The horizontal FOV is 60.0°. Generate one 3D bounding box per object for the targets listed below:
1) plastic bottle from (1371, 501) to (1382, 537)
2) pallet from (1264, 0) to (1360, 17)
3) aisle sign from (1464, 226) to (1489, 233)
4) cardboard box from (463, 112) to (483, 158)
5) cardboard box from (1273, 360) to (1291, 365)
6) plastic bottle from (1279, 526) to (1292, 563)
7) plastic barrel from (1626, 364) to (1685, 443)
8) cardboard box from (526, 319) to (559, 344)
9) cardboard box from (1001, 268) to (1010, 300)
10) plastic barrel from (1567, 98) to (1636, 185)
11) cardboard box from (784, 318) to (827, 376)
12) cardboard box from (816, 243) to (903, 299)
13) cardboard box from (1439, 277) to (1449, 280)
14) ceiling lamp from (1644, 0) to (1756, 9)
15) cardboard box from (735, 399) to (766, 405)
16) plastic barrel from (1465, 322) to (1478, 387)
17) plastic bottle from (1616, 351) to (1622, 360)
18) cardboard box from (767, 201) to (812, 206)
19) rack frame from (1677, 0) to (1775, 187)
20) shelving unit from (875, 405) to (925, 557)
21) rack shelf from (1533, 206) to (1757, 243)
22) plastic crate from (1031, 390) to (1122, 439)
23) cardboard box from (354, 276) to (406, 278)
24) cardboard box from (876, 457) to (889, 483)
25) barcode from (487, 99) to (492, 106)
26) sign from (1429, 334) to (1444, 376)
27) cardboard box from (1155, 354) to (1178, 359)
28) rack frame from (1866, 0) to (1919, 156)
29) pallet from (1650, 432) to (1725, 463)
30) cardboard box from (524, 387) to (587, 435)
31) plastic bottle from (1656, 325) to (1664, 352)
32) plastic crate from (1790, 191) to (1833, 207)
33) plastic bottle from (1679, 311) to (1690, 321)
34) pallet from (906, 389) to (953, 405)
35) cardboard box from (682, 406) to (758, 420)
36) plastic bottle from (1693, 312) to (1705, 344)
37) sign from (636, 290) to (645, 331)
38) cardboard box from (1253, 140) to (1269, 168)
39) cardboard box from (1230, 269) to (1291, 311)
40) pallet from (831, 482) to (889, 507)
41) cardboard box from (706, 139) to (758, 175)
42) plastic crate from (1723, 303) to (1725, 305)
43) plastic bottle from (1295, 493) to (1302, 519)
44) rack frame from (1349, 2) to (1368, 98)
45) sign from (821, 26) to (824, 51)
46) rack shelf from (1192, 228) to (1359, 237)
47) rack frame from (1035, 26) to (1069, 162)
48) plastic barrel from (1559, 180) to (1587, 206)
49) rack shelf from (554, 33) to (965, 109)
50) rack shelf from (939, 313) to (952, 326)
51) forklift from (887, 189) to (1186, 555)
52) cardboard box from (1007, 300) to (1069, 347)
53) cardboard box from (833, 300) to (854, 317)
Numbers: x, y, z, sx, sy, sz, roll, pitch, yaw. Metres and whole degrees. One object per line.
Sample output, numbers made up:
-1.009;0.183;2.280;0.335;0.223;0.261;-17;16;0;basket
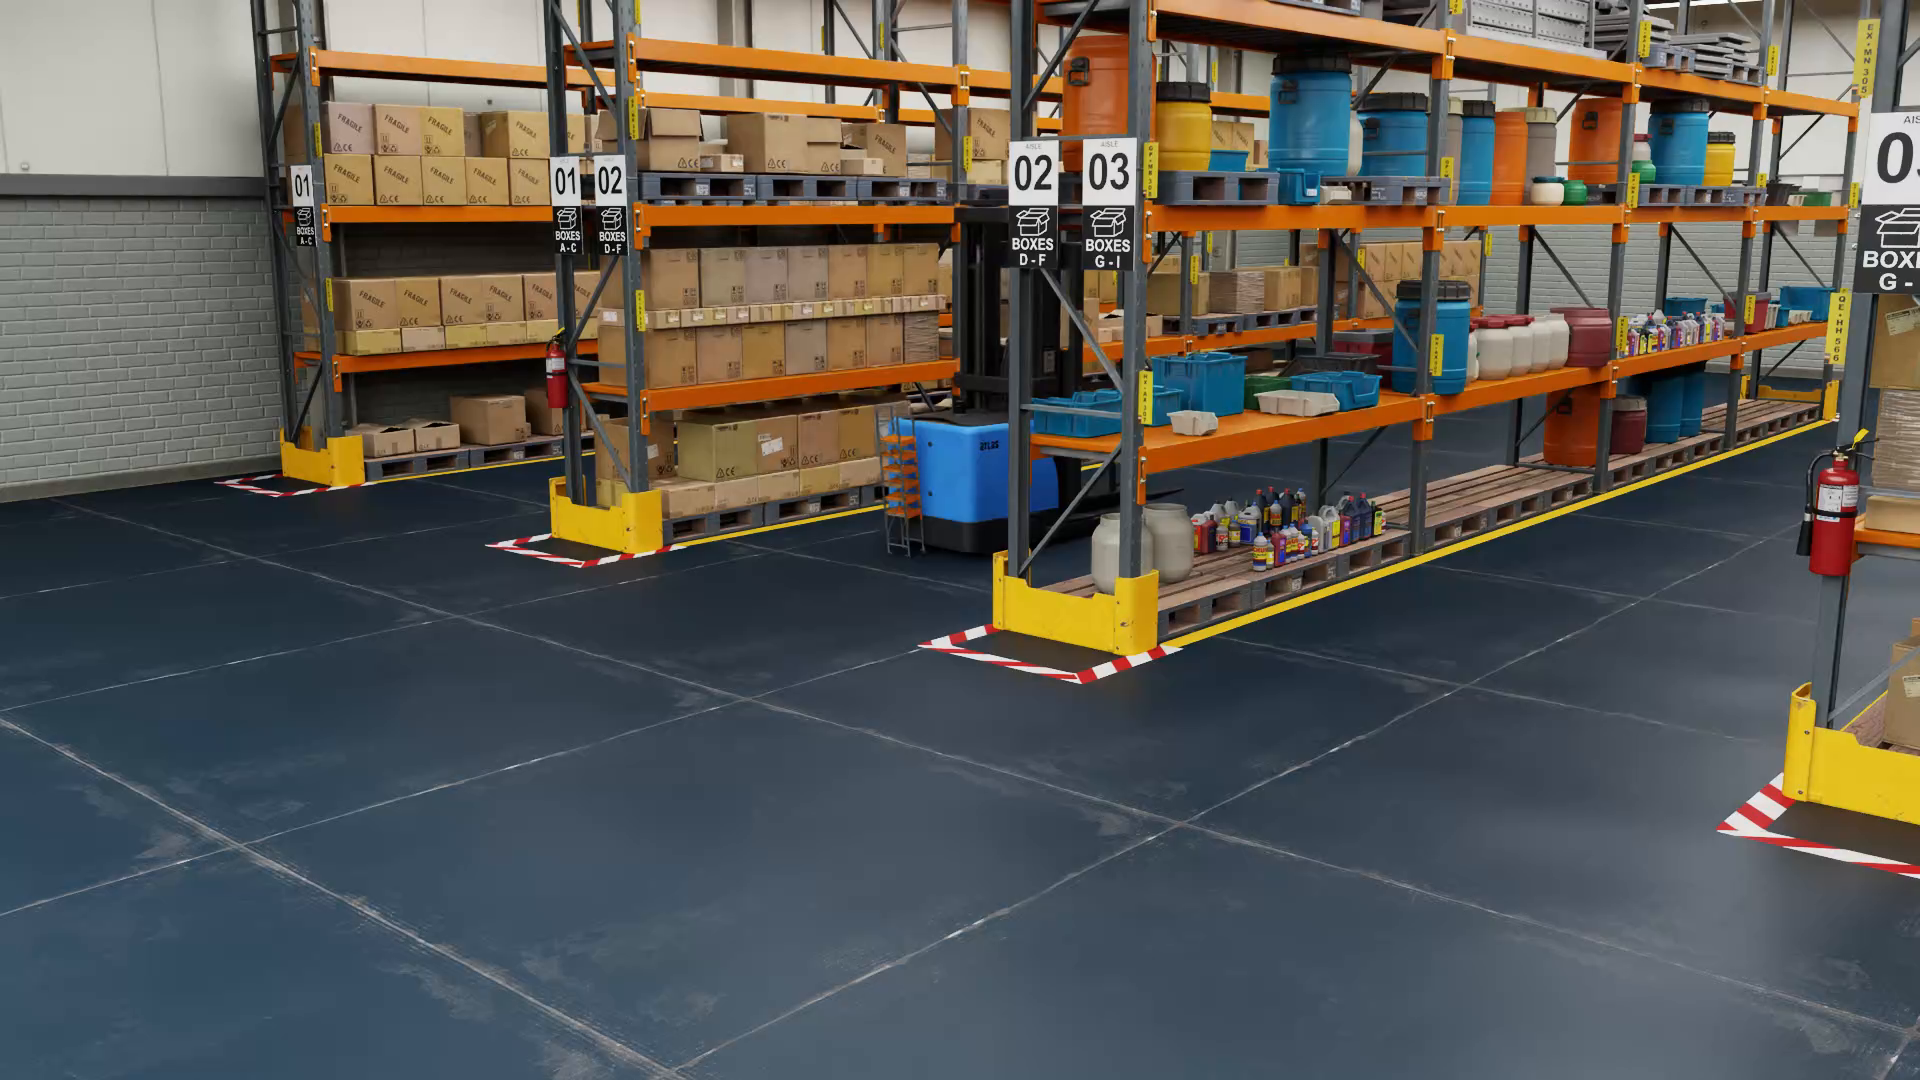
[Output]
3.304;-0.174;13.236;0.061;0.283;0.133;11;16;43;plastic bottle
2.045;-3.752;11.523;1.003;0.211;1.213;10;15;40;pallet
7.852;-5.056;25.227;0.394;0.787;0.004;10;15;40;aisle sign
-5.589;-4.438;18.255;0.500;0.500;0.500;10;15;40;cardboard box
4.434;-2.172;22.686;0.500;0.500;0.500;9;14;38;cardboard box
2.390;0.030;12.245;0.097;0.271;0.097;0;11;0;plastic bottle
7.815;-1.576;18.727;0.600;0.901;0.708;10;15;40;plastic barrel
-4.809;-2.364;18.720;0.500;0.250;0.500;10;15;40;cardboard box
0.430;-3.817;24.596;0.500;0.500;0.500;10;15;40;cardboard box
6.391;-3.963;16.567;0.600;0.830;0.708;10;15;40;plastic barrel
-1.647;-1.800;15.312;0.700;0.500;0.500;10;15;42;cardboard box
-0.965;-2.589;15.950;0.700;0.500;0.500;10;15;40;cardboard box
6.812;-3.609;24.366;0.500;0.500;0.500;10;15;41;cardboard box
11.225;-9.685;24.825;2.000;3.185;0.800;10;15;40;ceiling lamp
-2.924;-1.937;21.512;0.700;0.500;0.500;10;15;41;cardboard box
4.170;-1.583;14.131;0.433;0.535;0.433;0;11;0;plastic barrel
6.543;-1.953;16.649;0.152;0.276;0.135;10;15;40;plastic bottle
-2.353;-4.626;21.740;0.637;0.503;0.797;-10;15;-40;cardboard box
8.655;-5.523;18.887;1.000;3.000;0.127;10;15;40;rack frame
-0.485;-0.477;13.500;0.258;1.200;0.189;9;21;38;shelving unit
7.334;-3.405;17.778;1.077;0.370;4.000;10;15;40;rack shelf
0.839;-0.855;11.212;0.499;0.251;0.616;10;15;40;plastic crate
-6.217;-2.570;17.836;0.500;0.500;0.500;10;15;41;cardboard box
-0.824;-0.734;16.174;0.500;0.250;0.500;10;15;40;cardboard box
-5.309;-4.938;18.769;0.001;0.075;0.075;10;15;40;barcode
3.780;-1.467;13.190;0.100;0.325;0.005;10;15;40;sign
2.771;-2.168;20.750;0.500;0.250;0.500;11;15;42;cardboard box
4.454;-3.117;6.841;1.000;3.000;0.127;10;15;40;rack frame
8.114;-1.105;19.206;1.003;0.211;1.213;10;15;40;pallet
-4.723;-1.517;19.406;0.500;0.500;0.500;8;14;36;cardboard box
7.340;-2.121;17.470;0.061;0.283;0.133;10;15;40;plastic bottle
10.858;-4.354;21.236;0.450;0.188;0.336;10;15;40;plastic crate
8.063;-2.371;18.547;0.144;0.351;0.185;10;15;40;plastic bottle
-0.851;-2.012;23.746;1.003;0.211;1.213;10;15;40;pallet
-2.206;-0.948;15.332;0.500;0.500;0.500;10;15;40;cardboard box
8.172;-2.352;18.454;0.144;0.351;0.185;10;15;40;plastic bottle
-2.572;-1.847;13.388;0.100;0.325;0.005;10;15;40;sign
3.670;-4.736;21.021;0.600;0.600;0.600;9;14;38;cardboard box
3.816;-3.209;21.291;0.700;0.500;0.500;6;13;26;cardboard box
-0.901;-0.566;16.505;1.003;0.211;1.213;10;15;40;pallet
-2.056;-3.443;14.933;0.500;0.311;0.500;-10;15;-41;cardboard box
10.016;-2.929;21.493;0.416;0.233;0.300;10;15;40;plastic crate
2.722;-0.232;13.529;0.061;0.283;0.133;10;15;40;plastic bottle
4.936;-6.164;22.096;1.000;3.000;0.127;10;15;40;rack frame
-1.847;-6.822;22.603;0.100;0.325;0.005;10;15;40;sign
3.616;-4.046;20.987;1.077;0.370;4.000;10;15;40;rack shelf
1.213;-6.804;25.300;1.000;3.000;0.127;10;15;40;rack frame
5.890;-3.344;16.034;0.294;0.245;0.294;0;11;0;plastic barrel
-1.665;-4.143;14.839;1.077;0.370;4.000;10;15;40;rack shelf
-0.108;-3.215;24.484;1.077;0.370;4.000;10;15;40;rack shelf
0.794;-1.540;14.438;3.031;2.935;1.130;-11;16;-43;forklift
0.853;-2.356;18.093;0.500;0.500;0.500;10;15;40;cardboard box
-1.203;-2.158;15.444;0.380;0.149;0.250;10;15;42;cardboard box
